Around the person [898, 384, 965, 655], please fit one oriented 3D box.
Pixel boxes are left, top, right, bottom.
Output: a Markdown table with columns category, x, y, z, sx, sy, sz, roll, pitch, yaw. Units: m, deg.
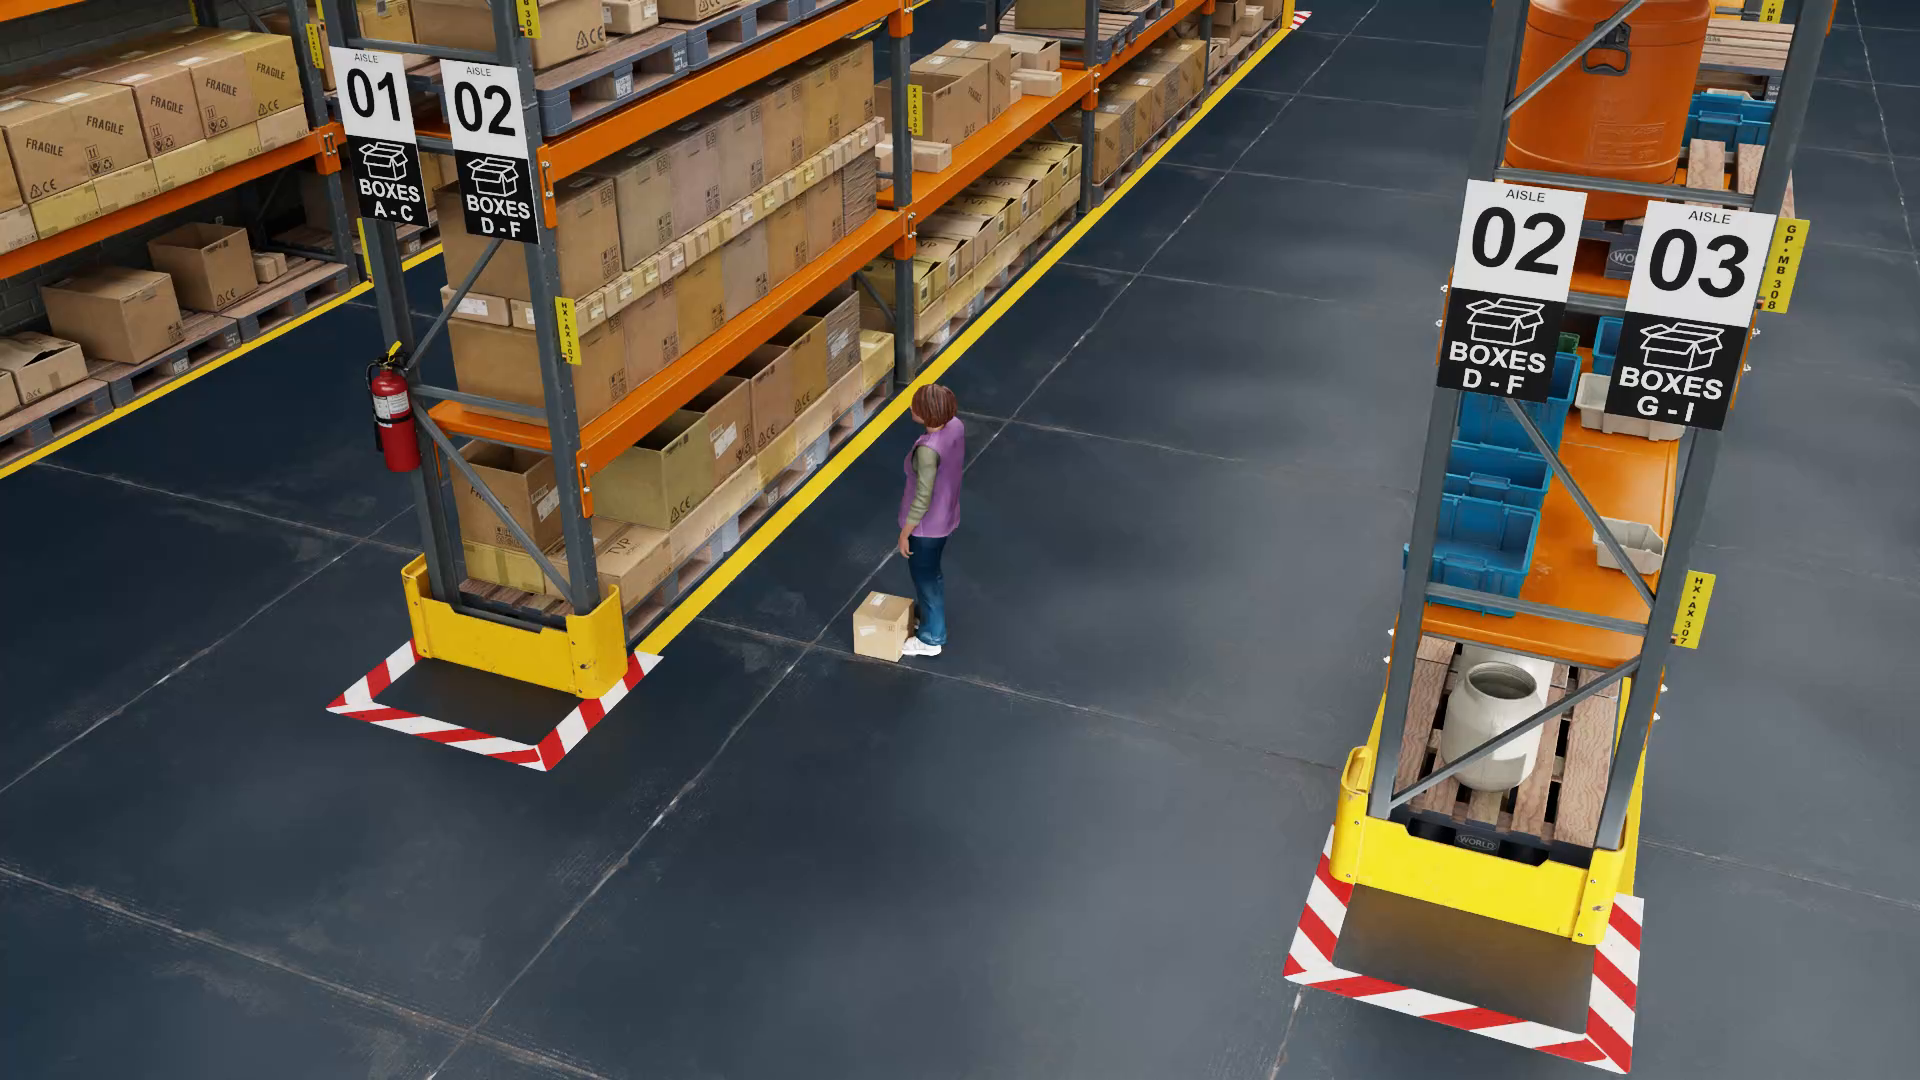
| category | x | y | z | sx | sy | sz | roll | pitch | yaw |
| --- | --- | --- | --- | --- | --- | --- | --- | --- | --- |
| person | -0.223 | -0.101 | 8.566 | 0.472 | 1.585 | 0.520 | 12 | 32 | 19 |
